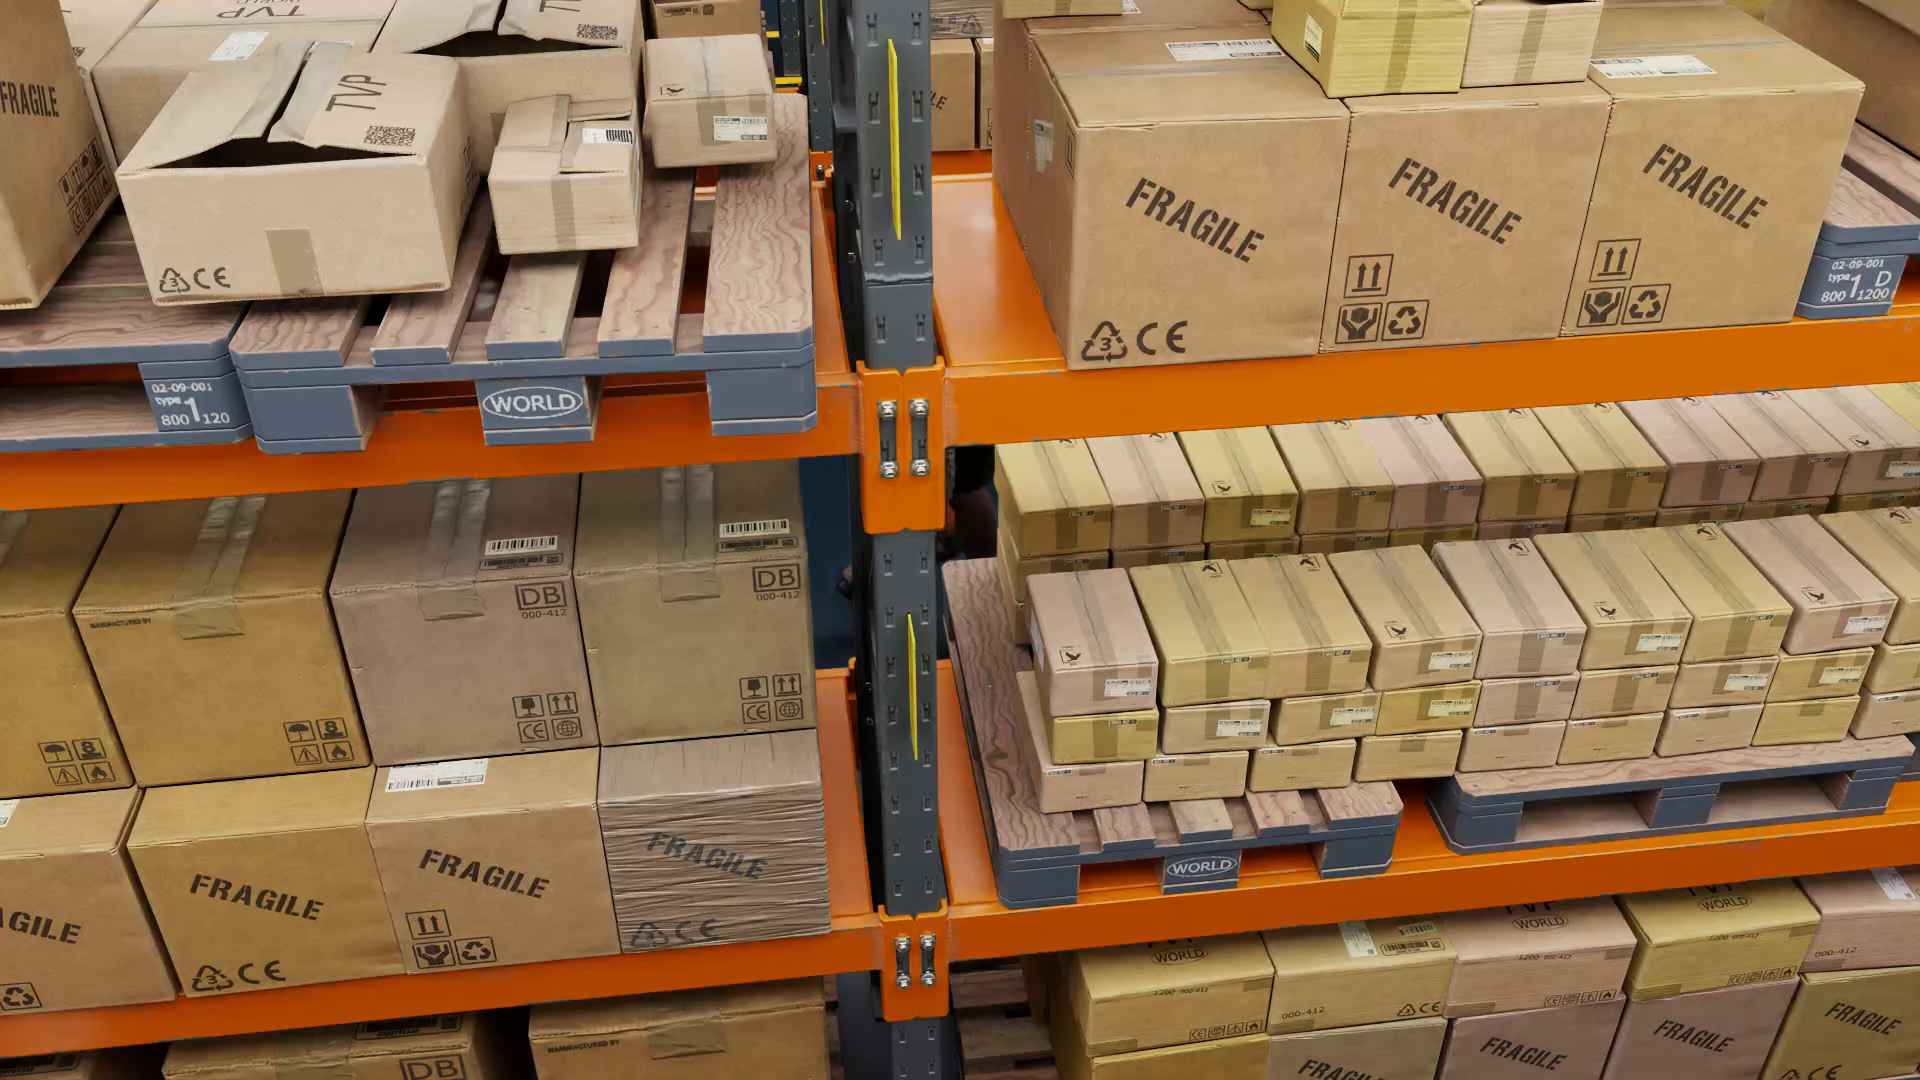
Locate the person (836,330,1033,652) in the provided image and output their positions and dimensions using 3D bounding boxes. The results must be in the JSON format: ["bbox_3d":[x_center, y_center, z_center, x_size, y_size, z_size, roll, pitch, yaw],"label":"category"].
[{"bbox_3d":[-0.095,-0.269,6.544,0.838,1.697,0.550,-1,35,-2],"label":"person"}]
